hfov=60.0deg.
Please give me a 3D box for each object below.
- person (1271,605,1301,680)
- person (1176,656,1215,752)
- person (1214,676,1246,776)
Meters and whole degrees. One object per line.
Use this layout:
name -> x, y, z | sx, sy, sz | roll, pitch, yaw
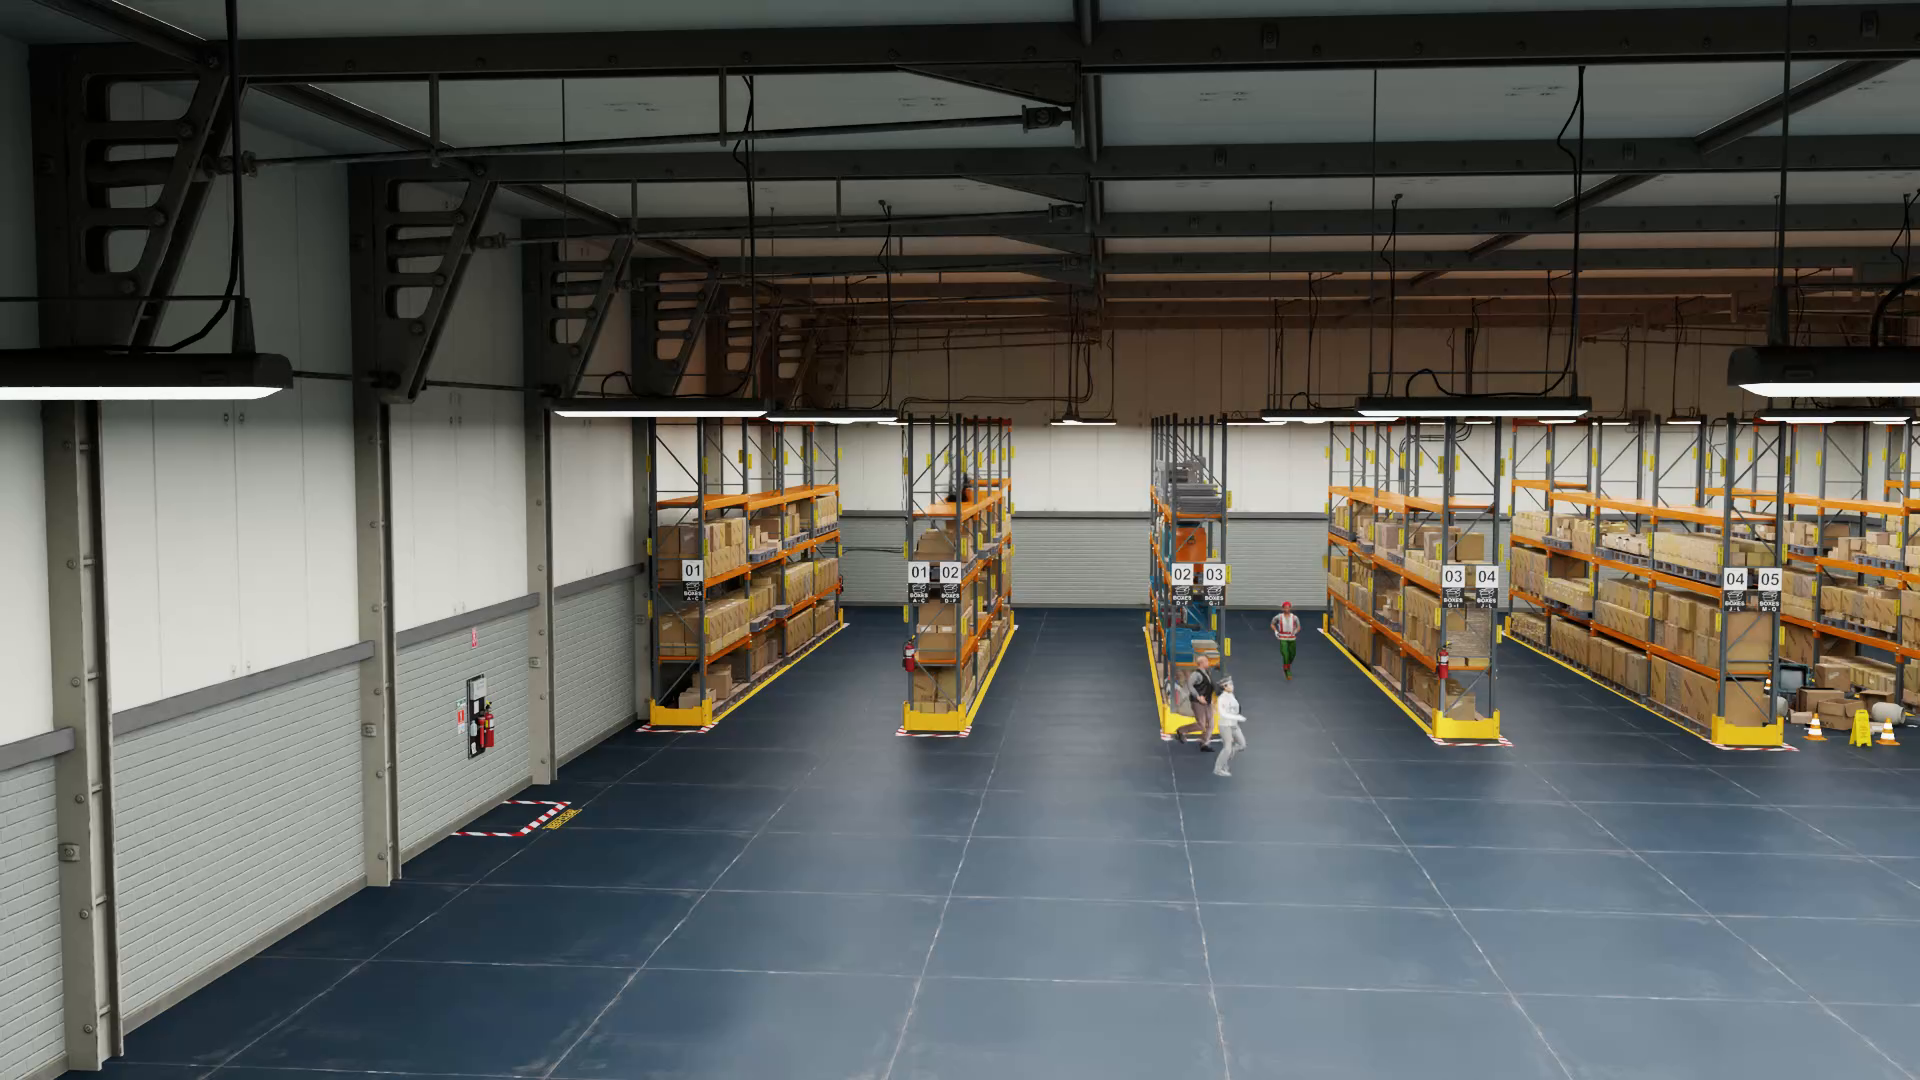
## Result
person -> 7.439, 2.306, 37.853 | 0.655, 1.718, 0.906 | 0, 4, -2
person -> 4.270, 2.902, 29.607 | 0.699, 1.680, 0.619 | 2, 5, 33
person -> 4.421, 3.052, 27.268 | 0.508, 1.657, 0.367 | 3, 5, 34
